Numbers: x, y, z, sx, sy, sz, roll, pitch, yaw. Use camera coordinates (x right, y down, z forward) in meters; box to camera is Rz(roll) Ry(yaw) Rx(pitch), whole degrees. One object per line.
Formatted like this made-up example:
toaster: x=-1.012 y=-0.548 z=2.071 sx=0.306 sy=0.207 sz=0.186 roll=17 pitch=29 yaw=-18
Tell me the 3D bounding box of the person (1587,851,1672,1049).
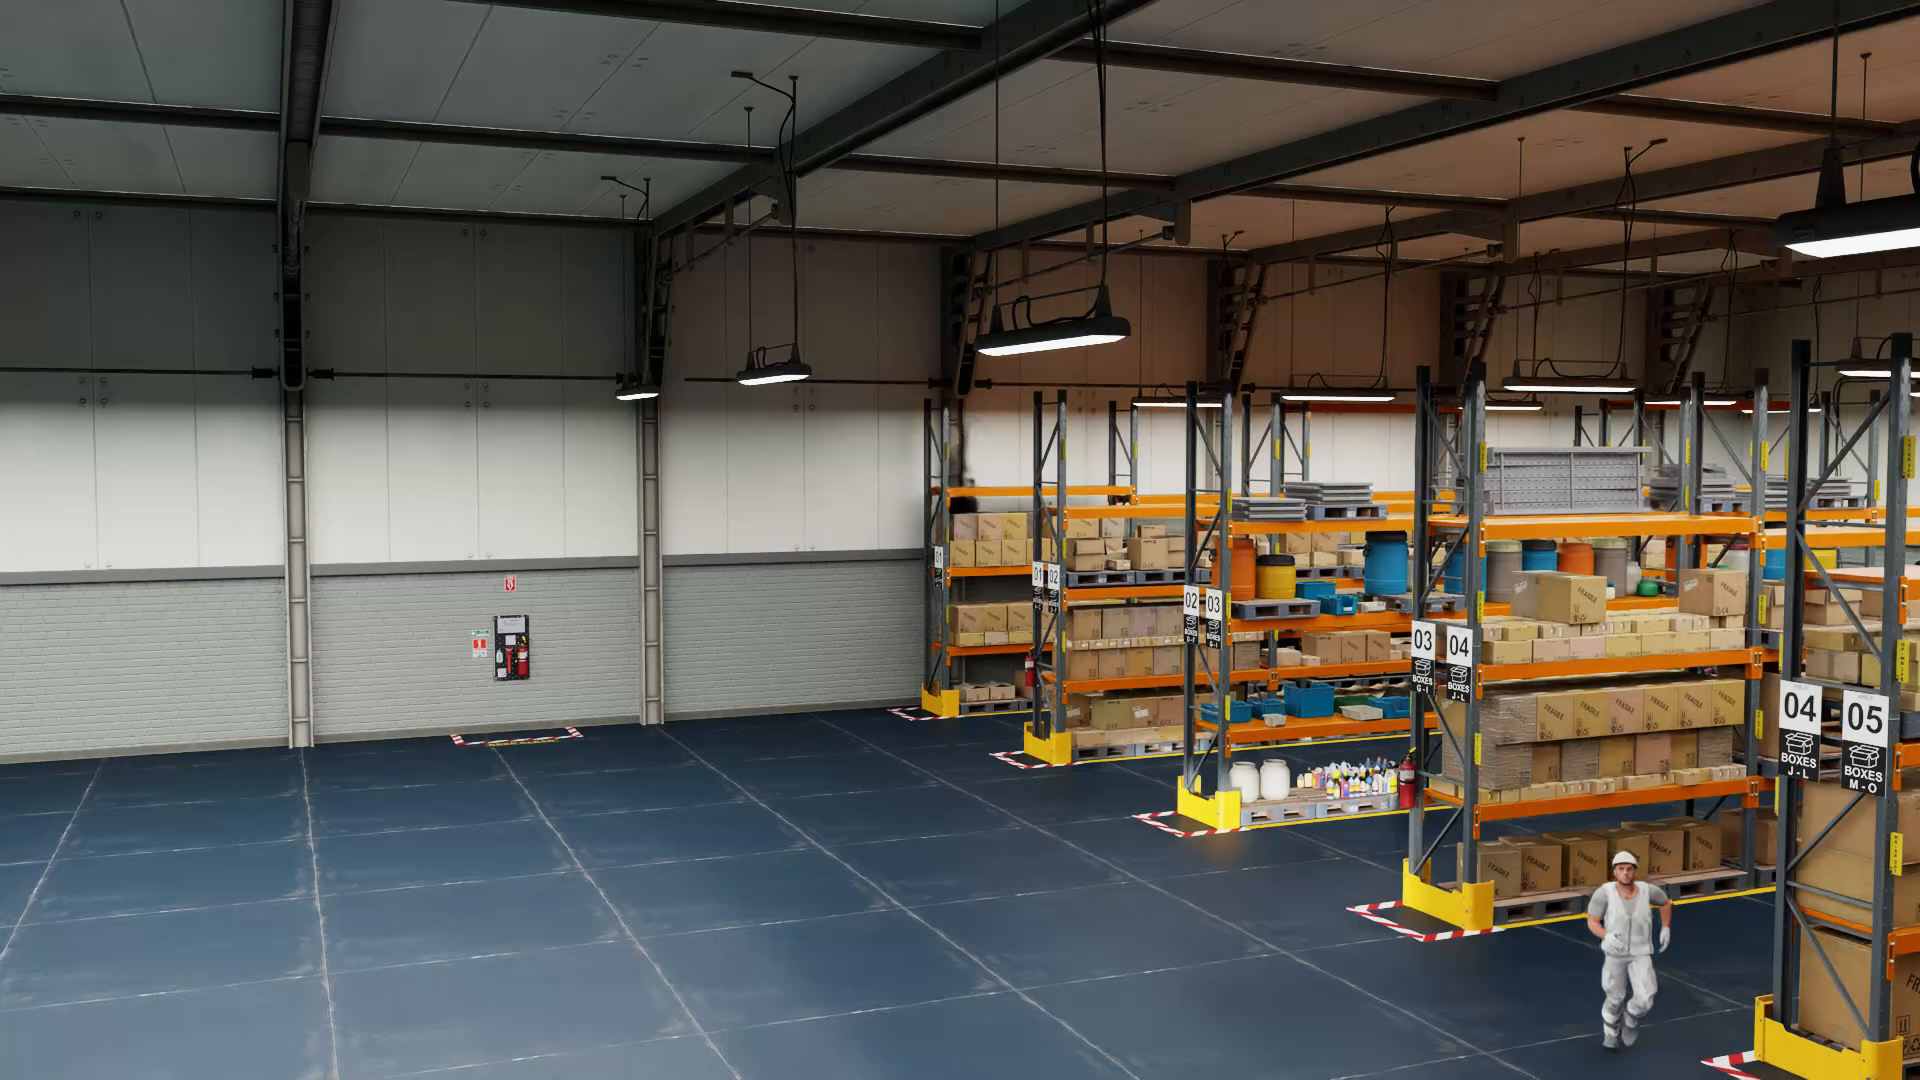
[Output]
person: x=5.596 y=3.462 z=13.890 sx=0.687 sy=1.736 sz=0.779 roll=1 pitch=3 yaw=16
